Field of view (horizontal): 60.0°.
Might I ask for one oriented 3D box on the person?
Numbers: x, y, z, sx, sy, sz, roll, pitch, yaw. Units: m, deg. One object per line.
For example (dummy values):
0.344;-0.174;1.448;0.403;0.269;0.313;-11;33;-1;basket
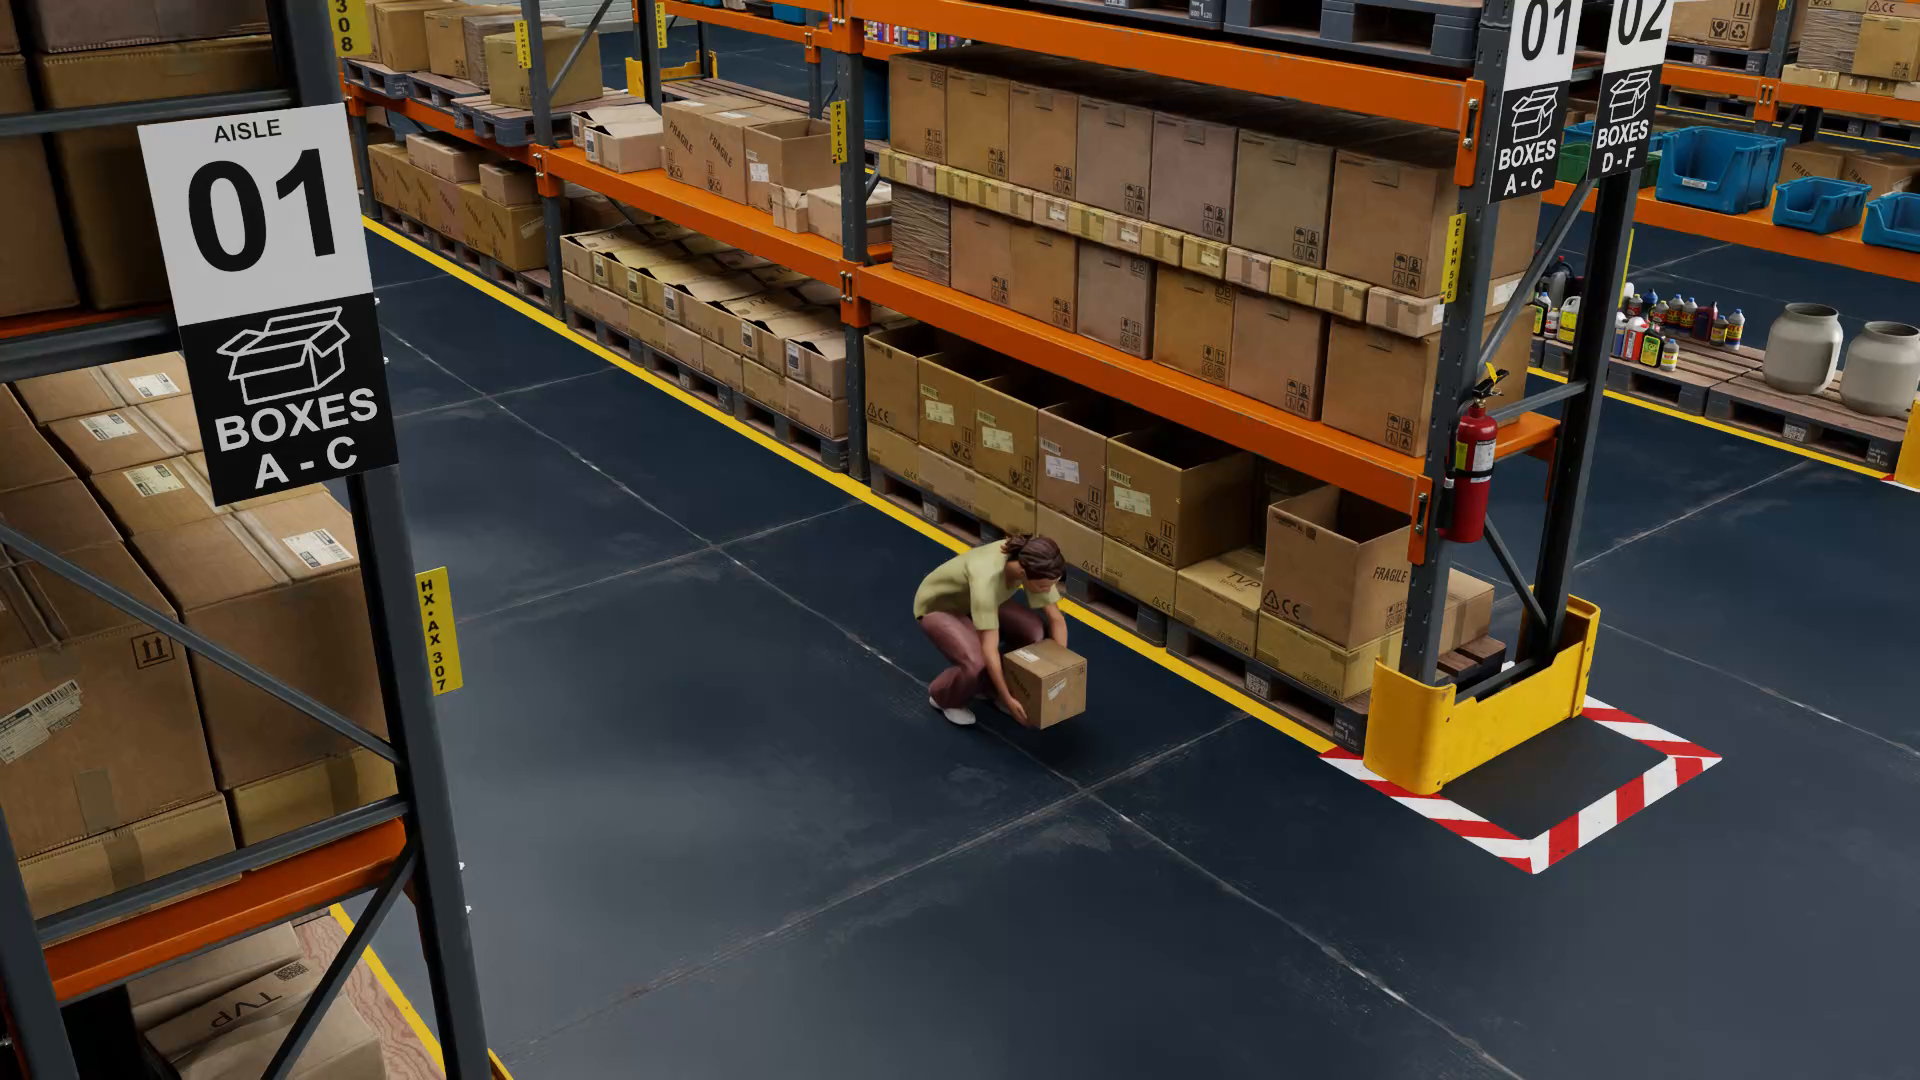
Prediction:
0.154;0.350;7.192;0.493;0.943;0.801;-18;31;-34;person
